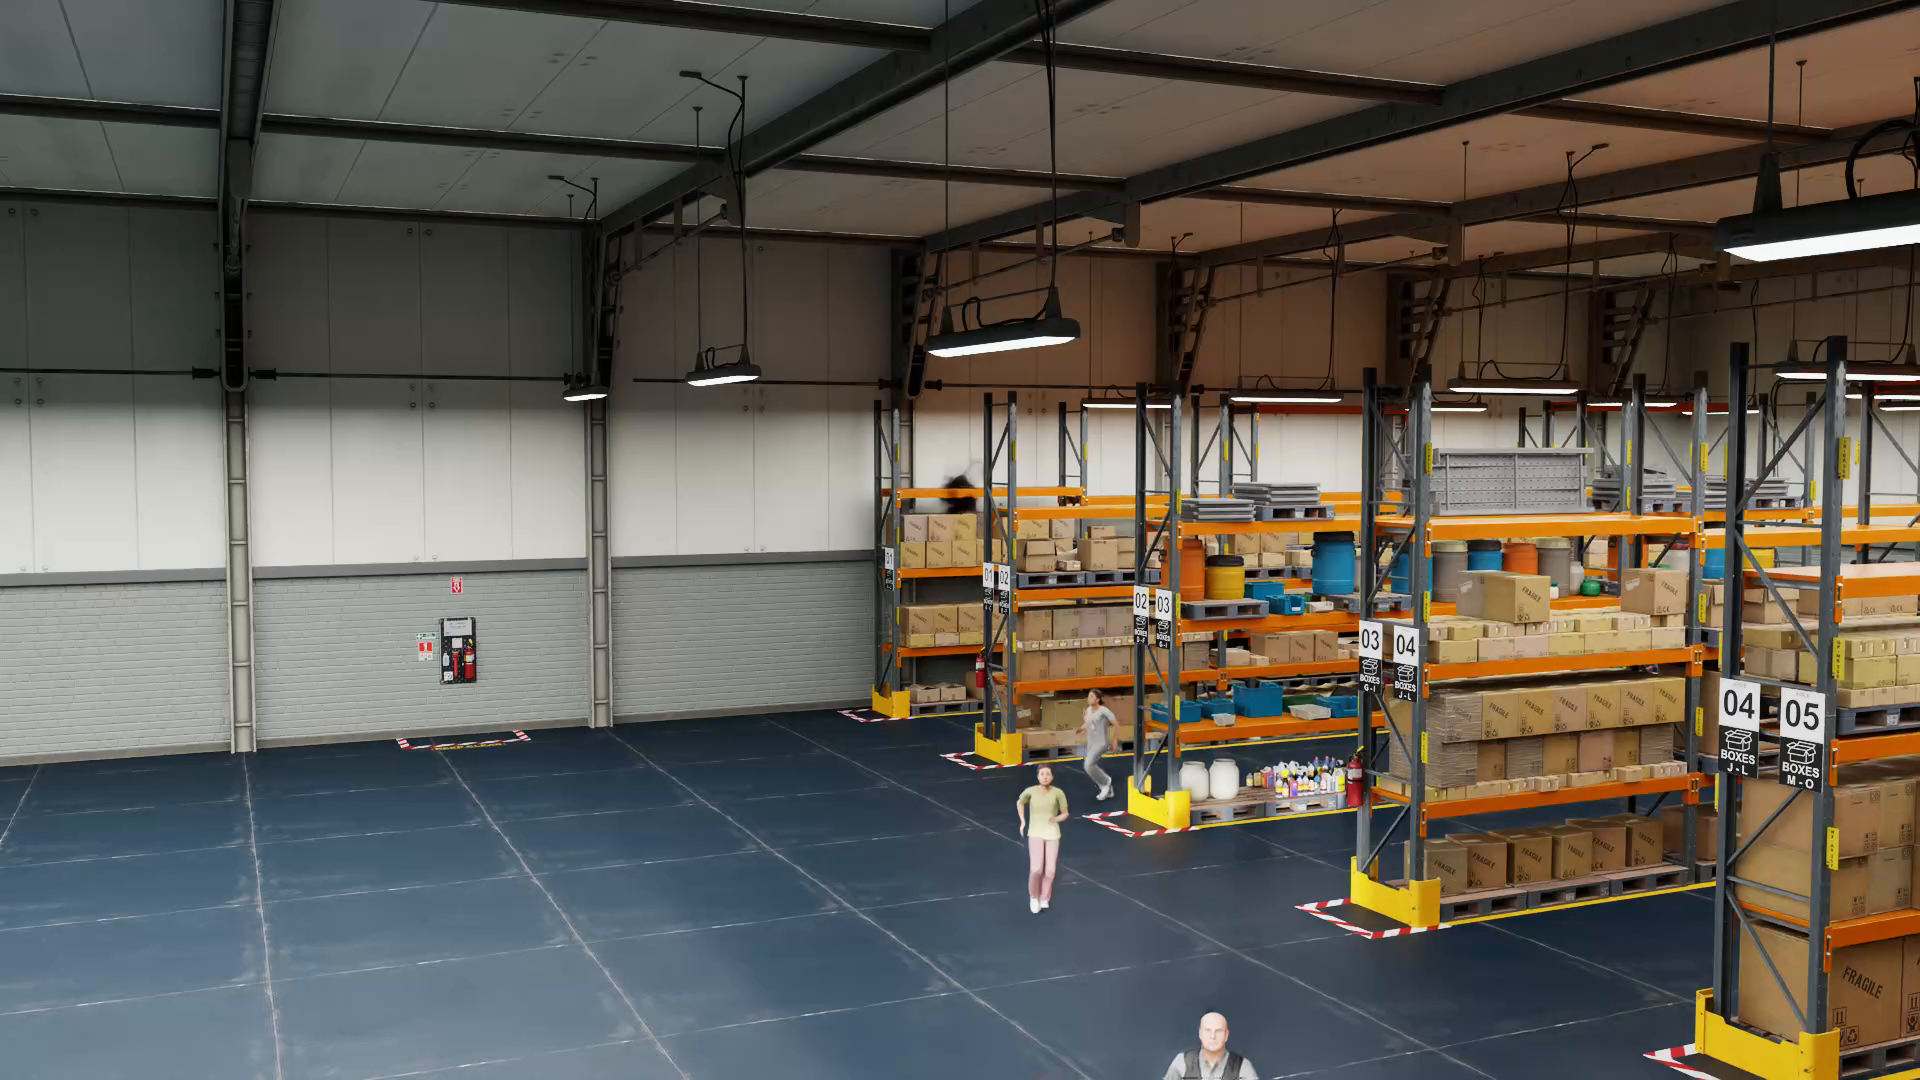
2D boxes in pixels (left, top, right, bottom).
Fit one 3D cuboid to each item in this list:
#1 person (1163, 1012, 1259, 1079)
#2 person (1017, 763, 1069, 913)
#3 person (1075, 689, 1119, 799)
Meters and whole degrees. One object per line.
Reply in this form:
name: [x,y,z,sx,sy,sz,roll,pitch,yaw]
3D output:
person: [1.534,3.728,10.162,0.668,1.687,0.803,1,3,11]
person: [0.915,3.263,18.198,0.550,1.640,0.634,0,3,-2]
person: [1.974,2.956,24.014,0.663,1.616,0.577,-2,4,-34]
